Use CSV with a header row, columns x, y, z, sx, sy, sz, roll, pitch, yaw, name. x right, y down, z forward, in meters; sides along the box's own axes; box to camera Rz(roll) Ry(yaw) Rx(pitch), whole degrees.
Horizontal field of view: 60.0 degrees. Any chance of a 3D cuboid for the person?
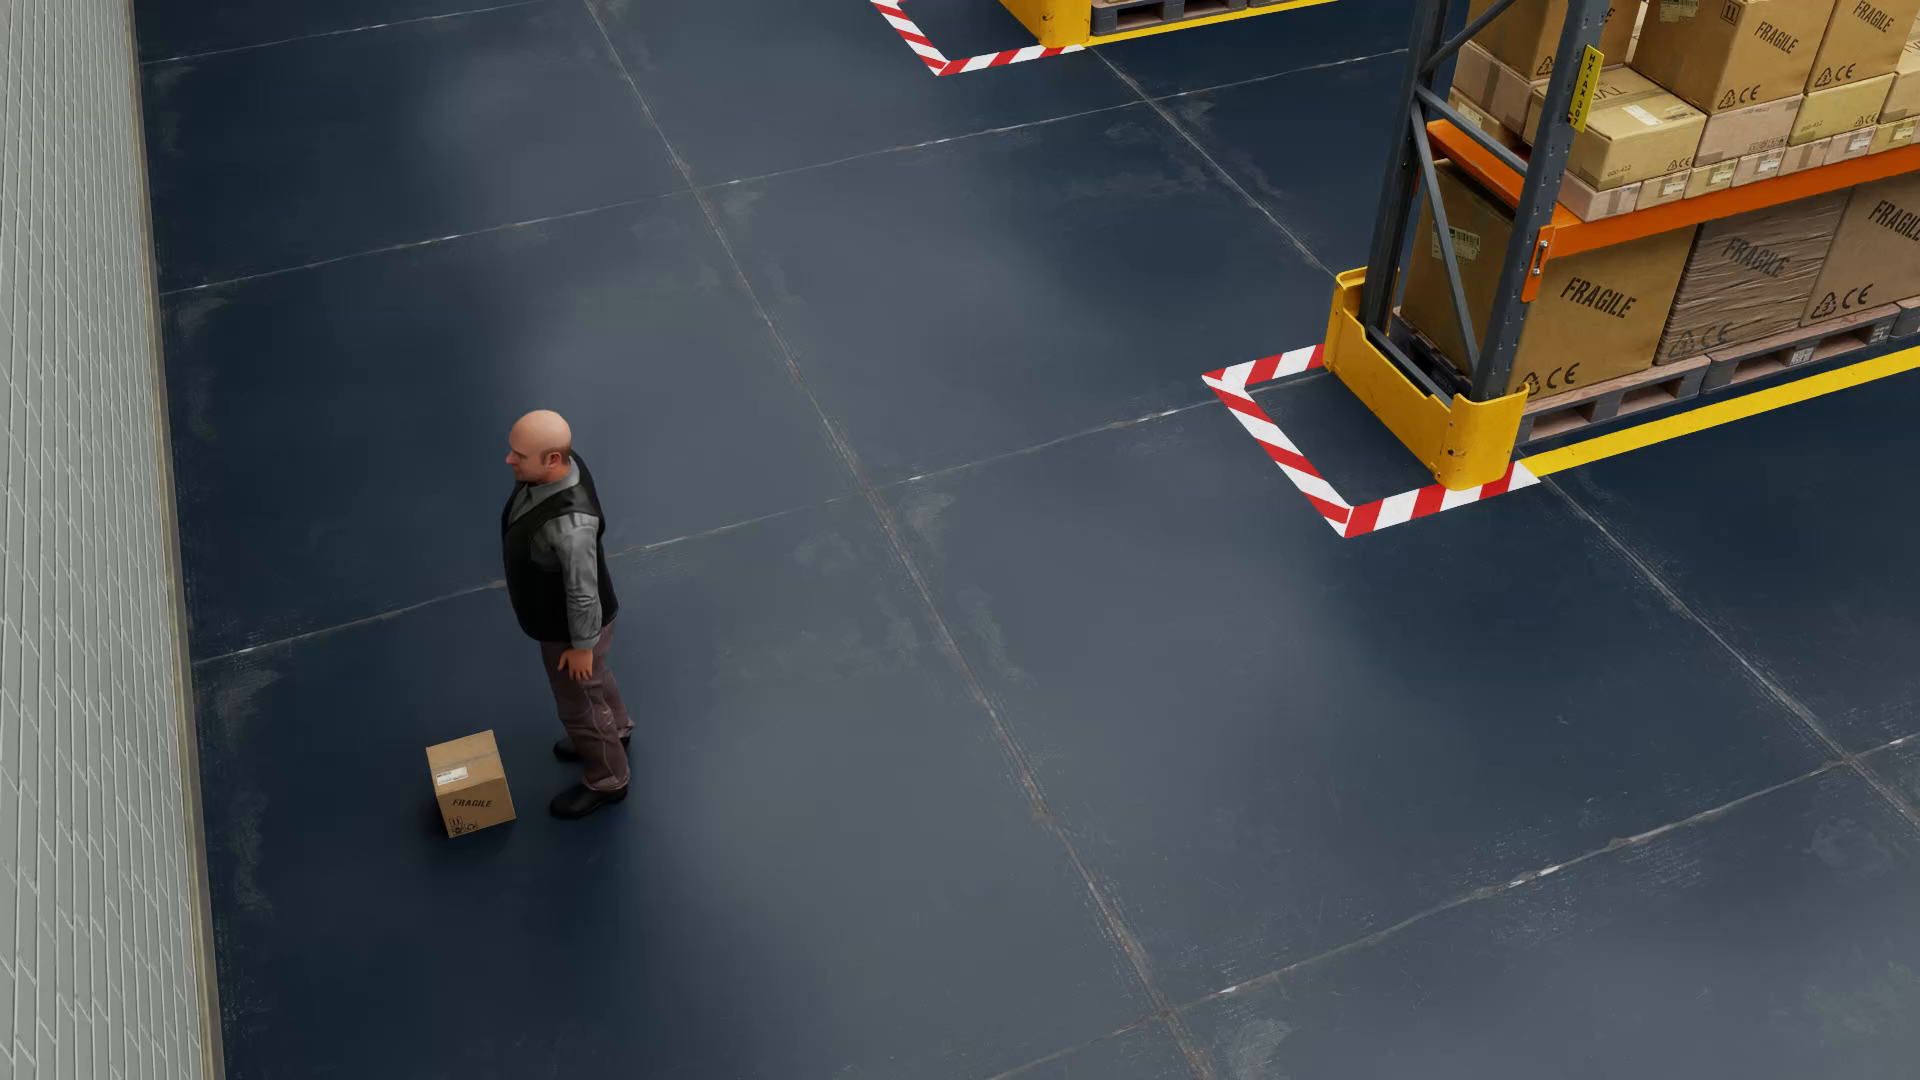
x,y,z,sx,sy,sz,roll,pitch,yaw,name
-1.410,0.265,5.884,0.405,1.734,0.545,-14,43,-16,person
